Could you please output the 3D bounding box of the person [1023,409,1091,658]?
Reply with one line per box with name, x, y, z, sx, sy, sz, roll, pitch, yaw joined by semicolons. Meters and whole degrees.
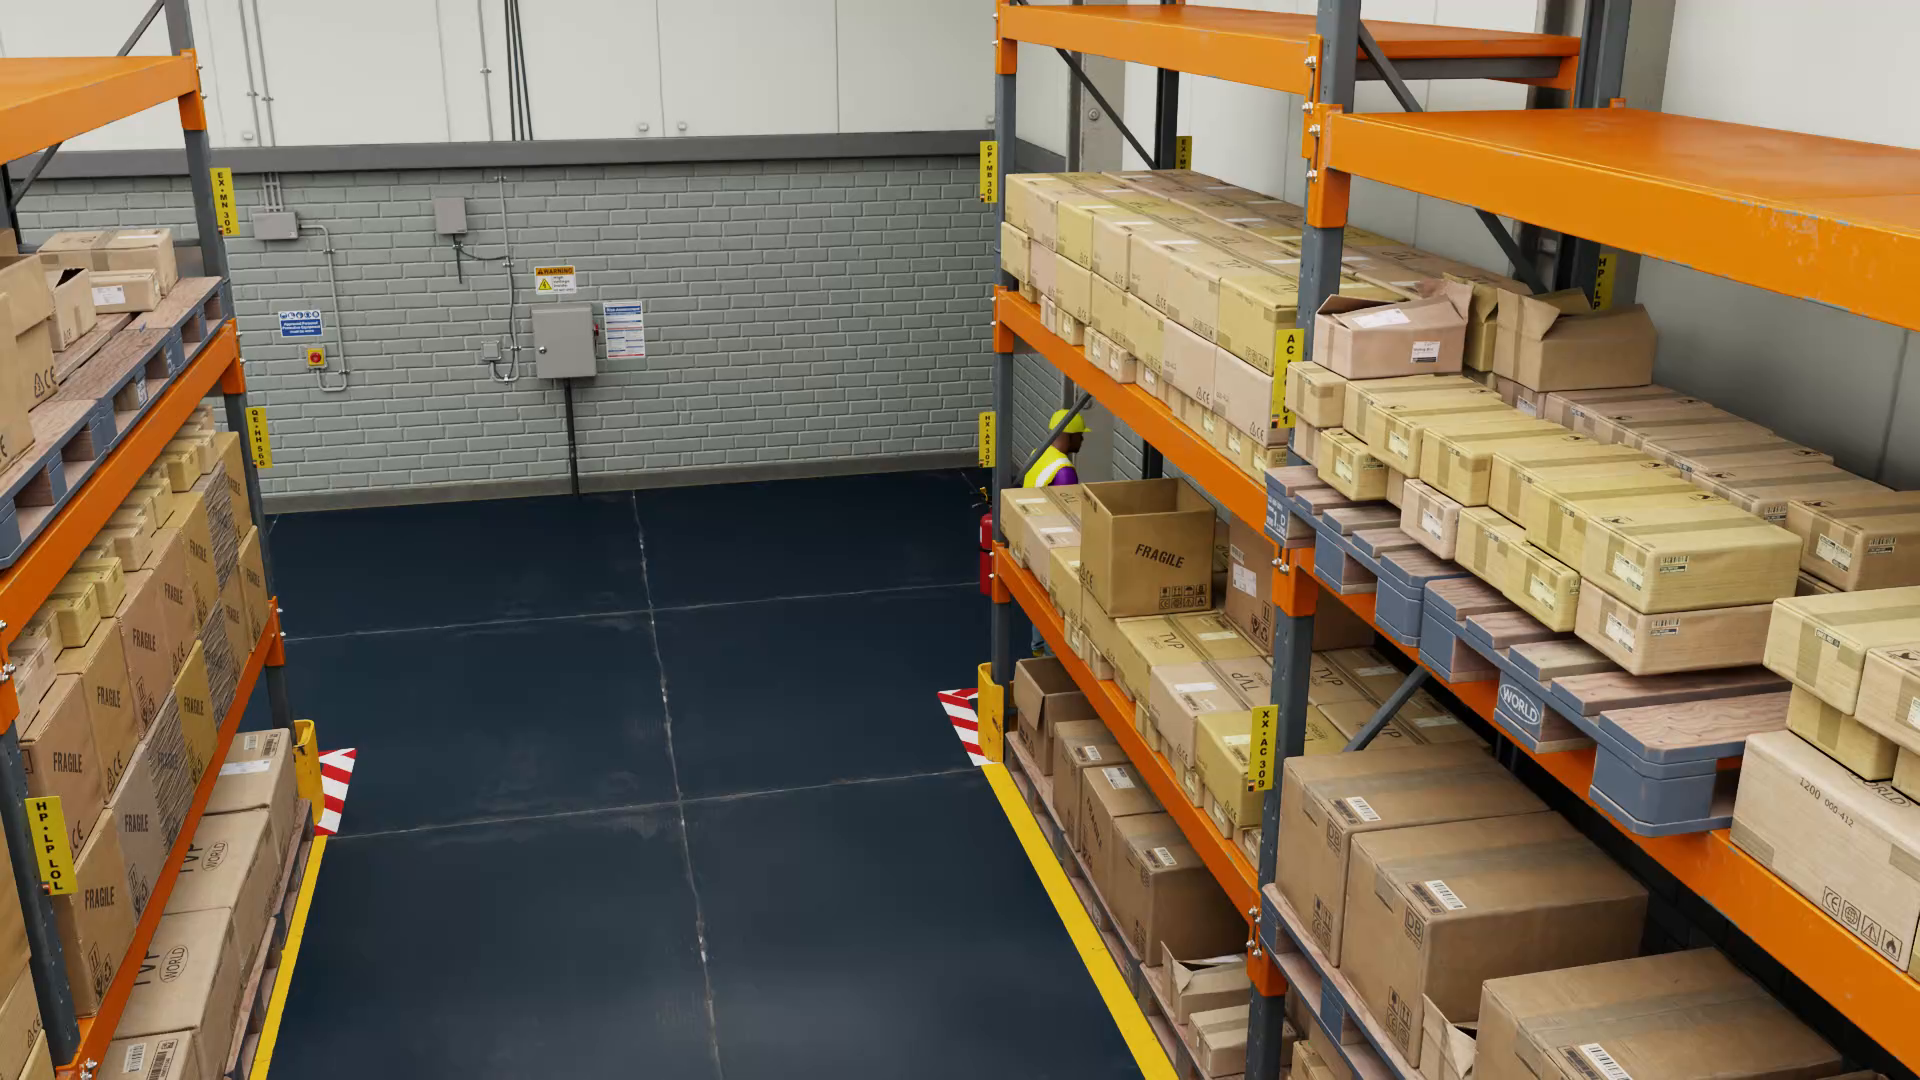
person;0.645;-0.010;11.070;0.454;1.761;0.636;-6;20;-15
